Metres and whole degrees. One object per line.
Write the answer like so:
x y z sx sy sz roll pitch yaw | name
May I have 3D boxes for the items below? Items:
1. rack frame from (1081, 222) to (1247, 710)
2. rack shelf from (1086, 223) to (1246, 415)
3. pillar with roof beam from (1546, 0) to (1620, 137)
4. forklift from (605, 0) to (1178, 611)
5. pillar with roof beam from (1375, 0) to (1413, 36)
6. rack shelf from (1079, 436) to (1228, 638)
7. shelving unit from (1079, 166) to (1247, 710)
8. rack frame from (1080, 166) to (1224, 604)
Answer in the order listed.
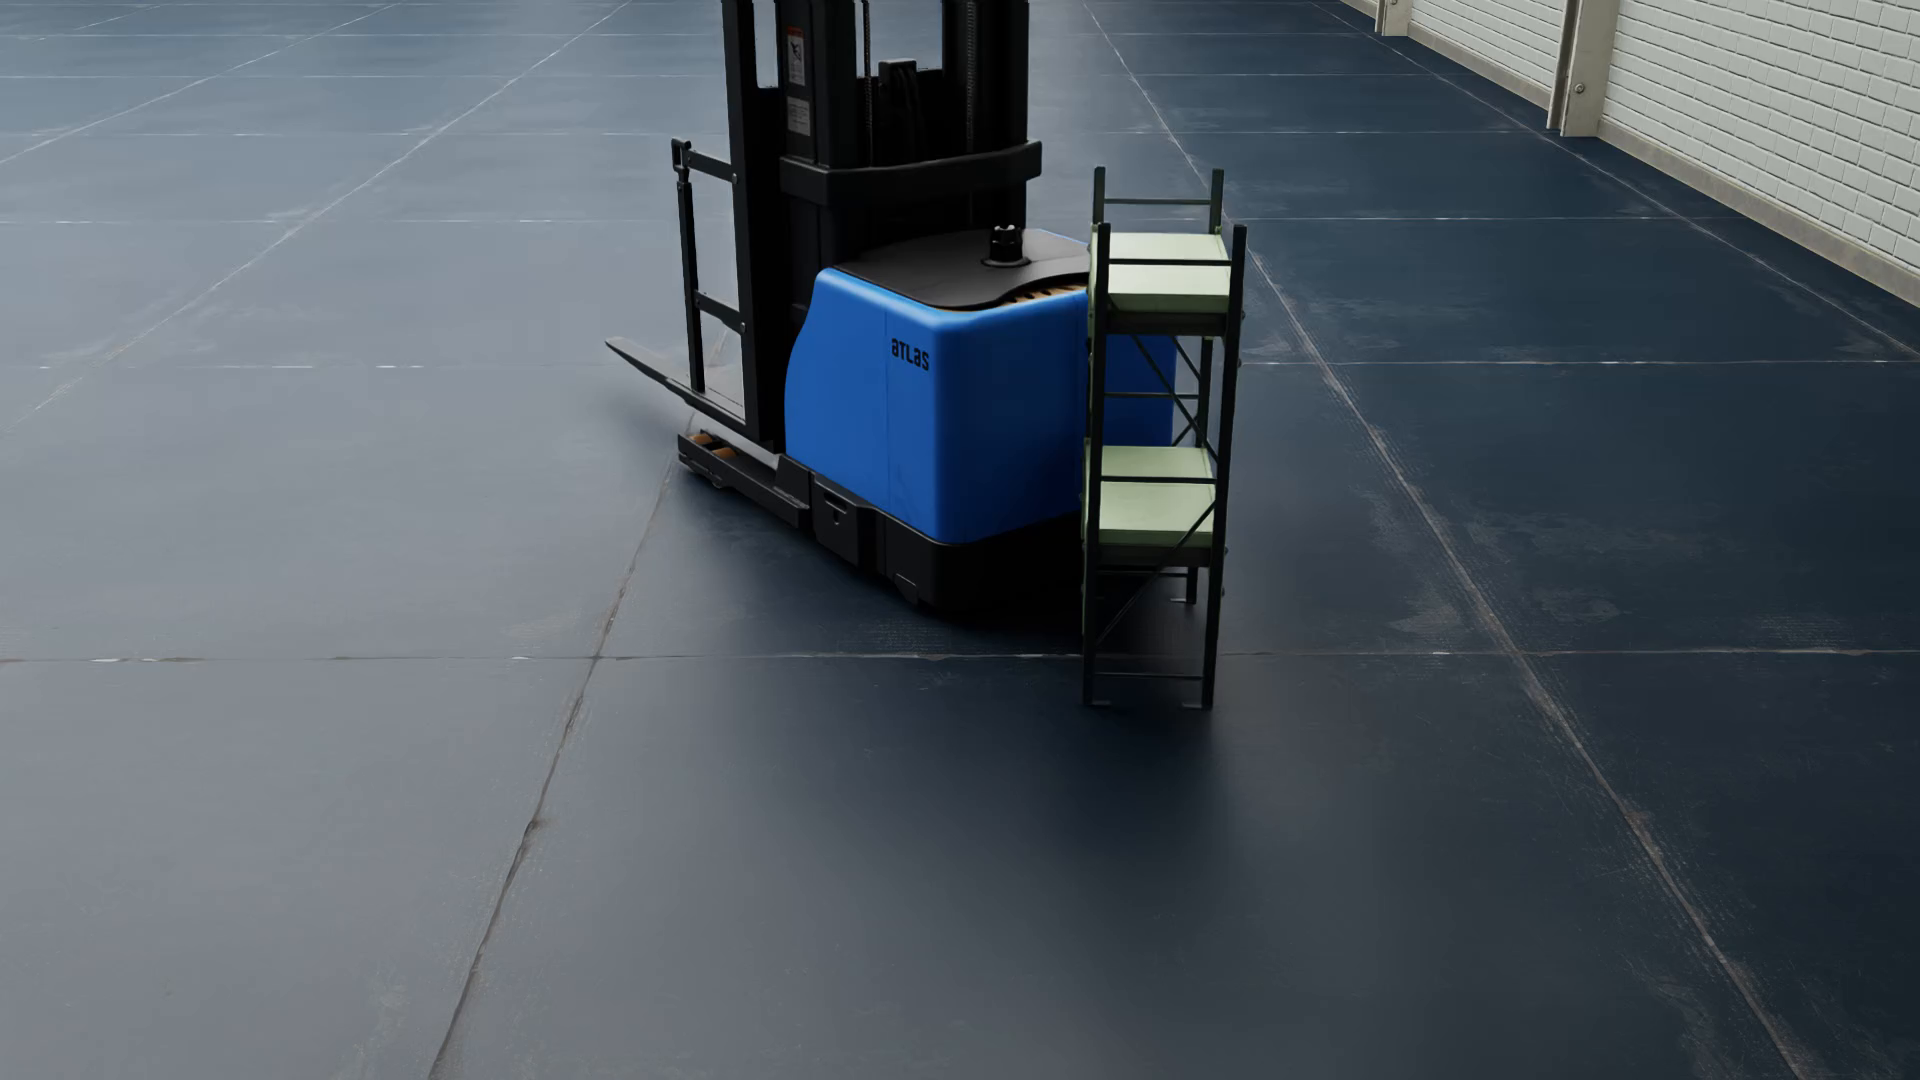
0.574 -0.171 4.808 0.400 1.500 0.023 1 24 3 | rack frame
0.596 -0.677 4.980 0.431 0.370 0.720 1 24 3 | rack shelf
0.733 -7.436 11.771 9.100 9.000 0.400 0 24 -1 | pillar with roof beam
-0.502 -1.646 6.334 1.130 2.935 3.031 -17 29 -32 | forklift
0.667 -9.908 17.238 9.100 9.000 0.400 0 24 -1 | pillar with roof beam
0.596 -0.024 5.275 0.431 0.370 0.720 1 24 3 | rack shelf
0.596 -0.321 5.141 0.431 1.500 0.755 1 24 3 | shelving unit
0.618 -0.472 5.474 0.400 1.500 0.023 1 24 3 | rack frame
